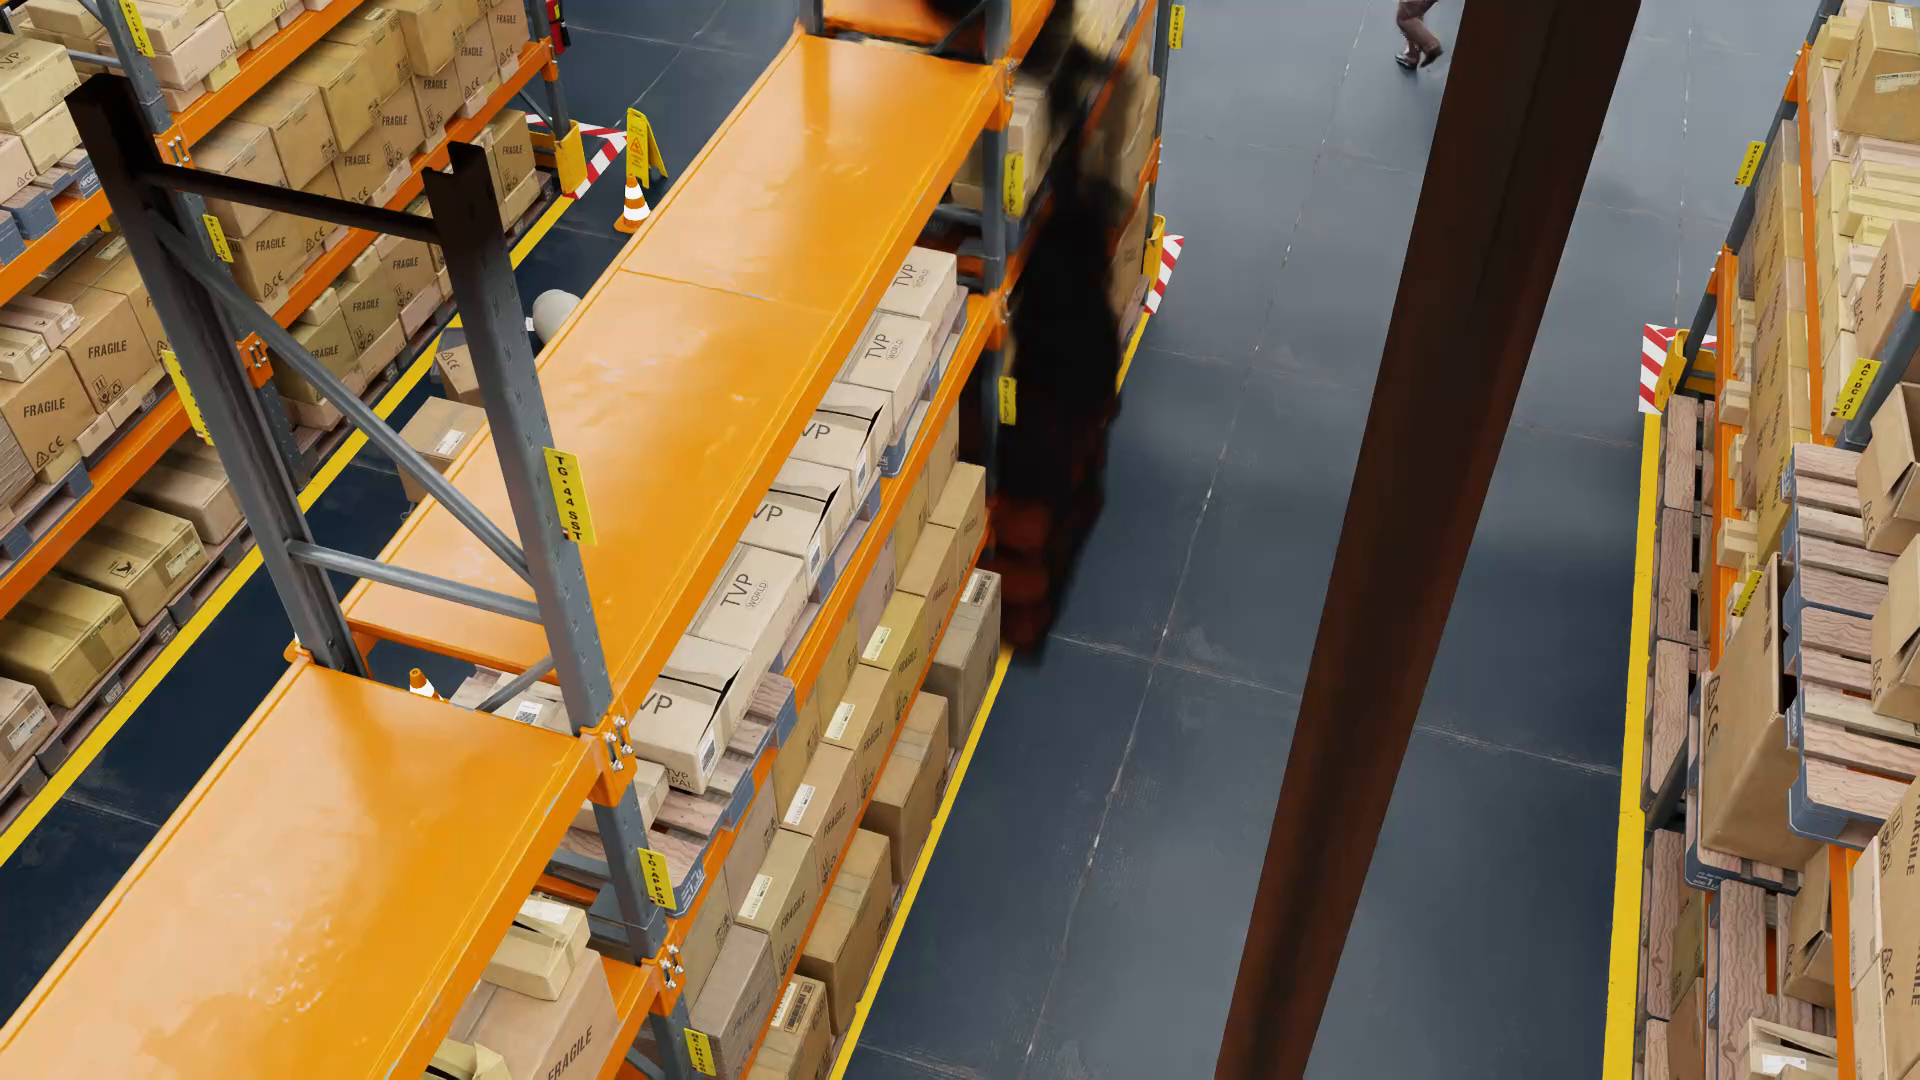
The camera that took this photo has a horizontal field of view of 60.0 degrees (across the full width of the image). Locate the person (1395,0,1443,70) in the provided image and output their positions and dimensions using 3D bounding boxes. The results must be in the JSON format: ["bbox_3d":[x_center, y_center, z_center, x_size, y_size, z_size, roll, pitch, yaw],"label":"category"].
[{"bbox_3d":[4.202,-4.925,14.783,0.660,1.696,0.593,-21,49,-19],"label":"person"}]
